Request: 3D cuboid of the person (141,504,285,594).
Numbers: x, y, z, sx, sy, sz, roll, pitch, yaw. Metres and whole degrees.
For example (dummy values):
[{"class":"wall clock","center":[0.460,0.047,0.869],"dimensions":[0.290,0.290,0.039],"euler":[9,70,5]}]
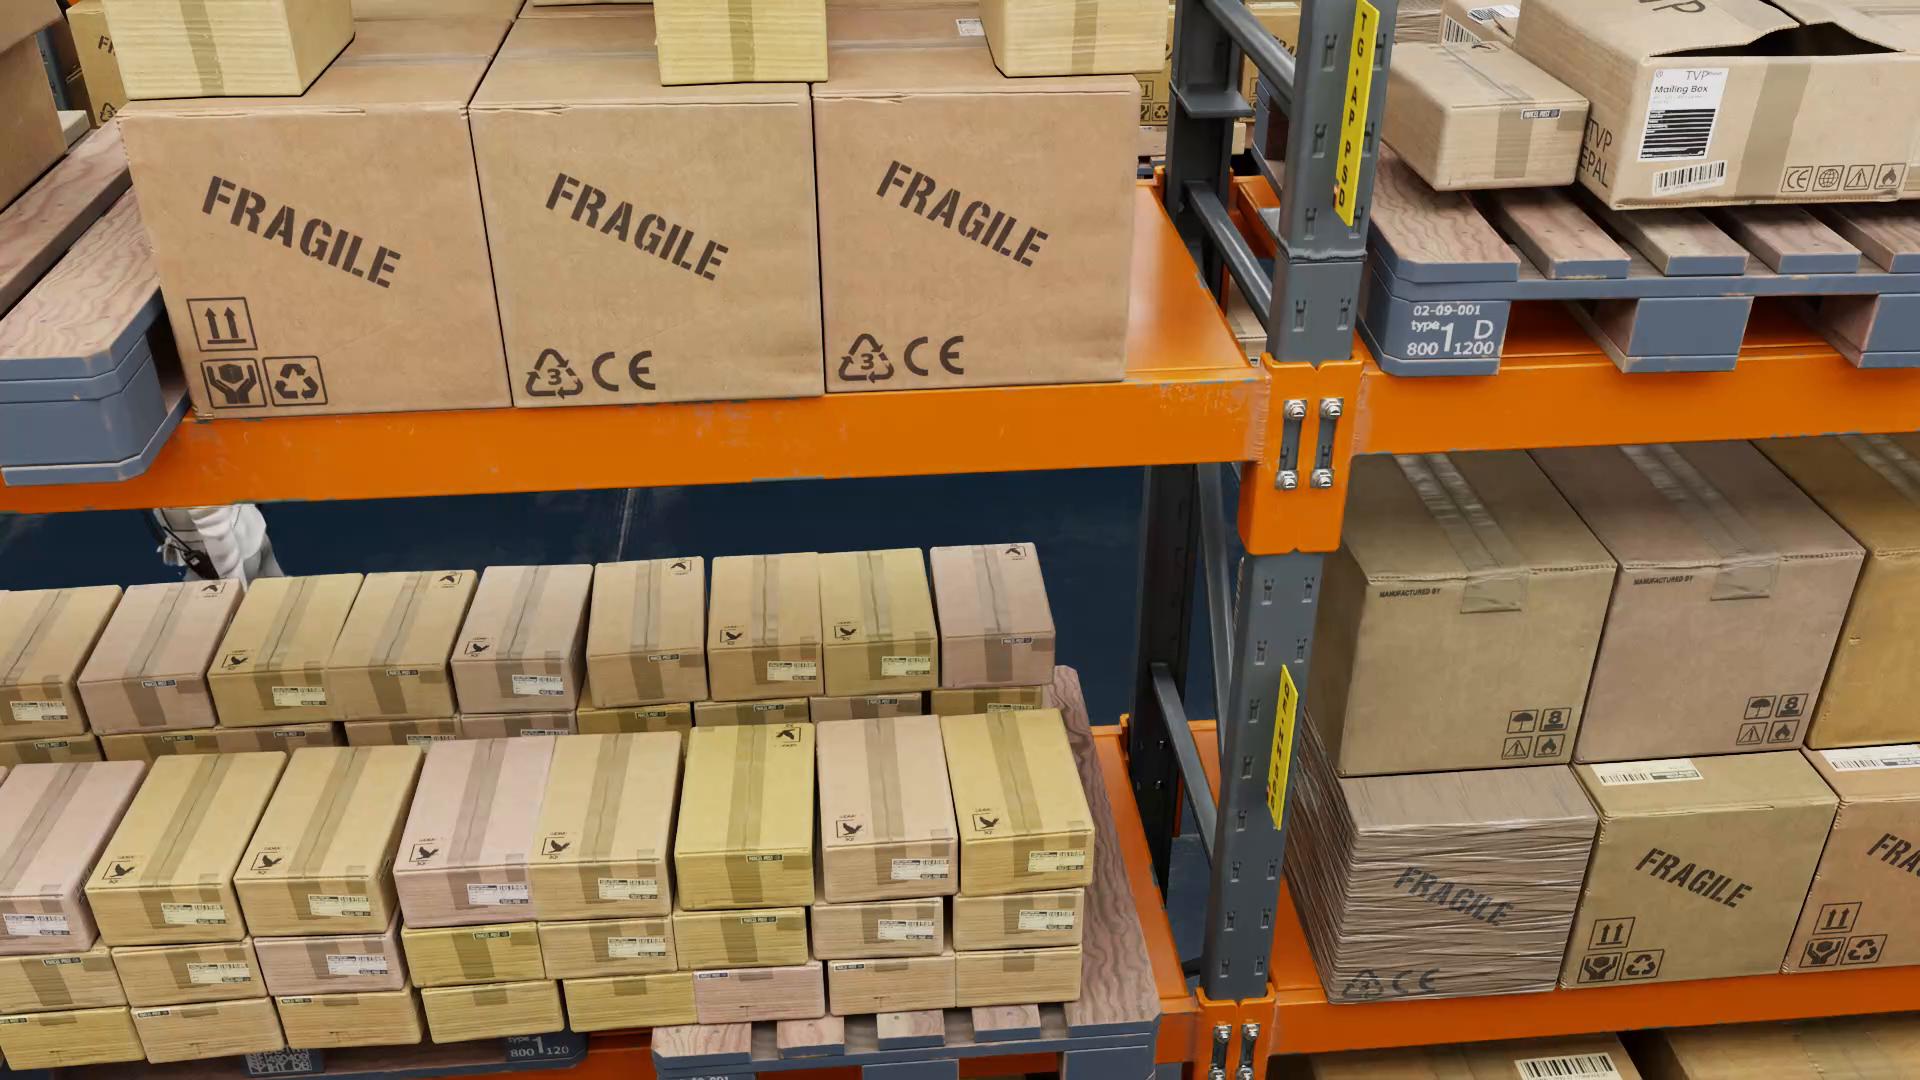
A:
[{"class":"person","center":[-2.728,0.069,5.999],"dimensions":[0.899,1.665,0.545],"euler":[-6,32,-9]}]
